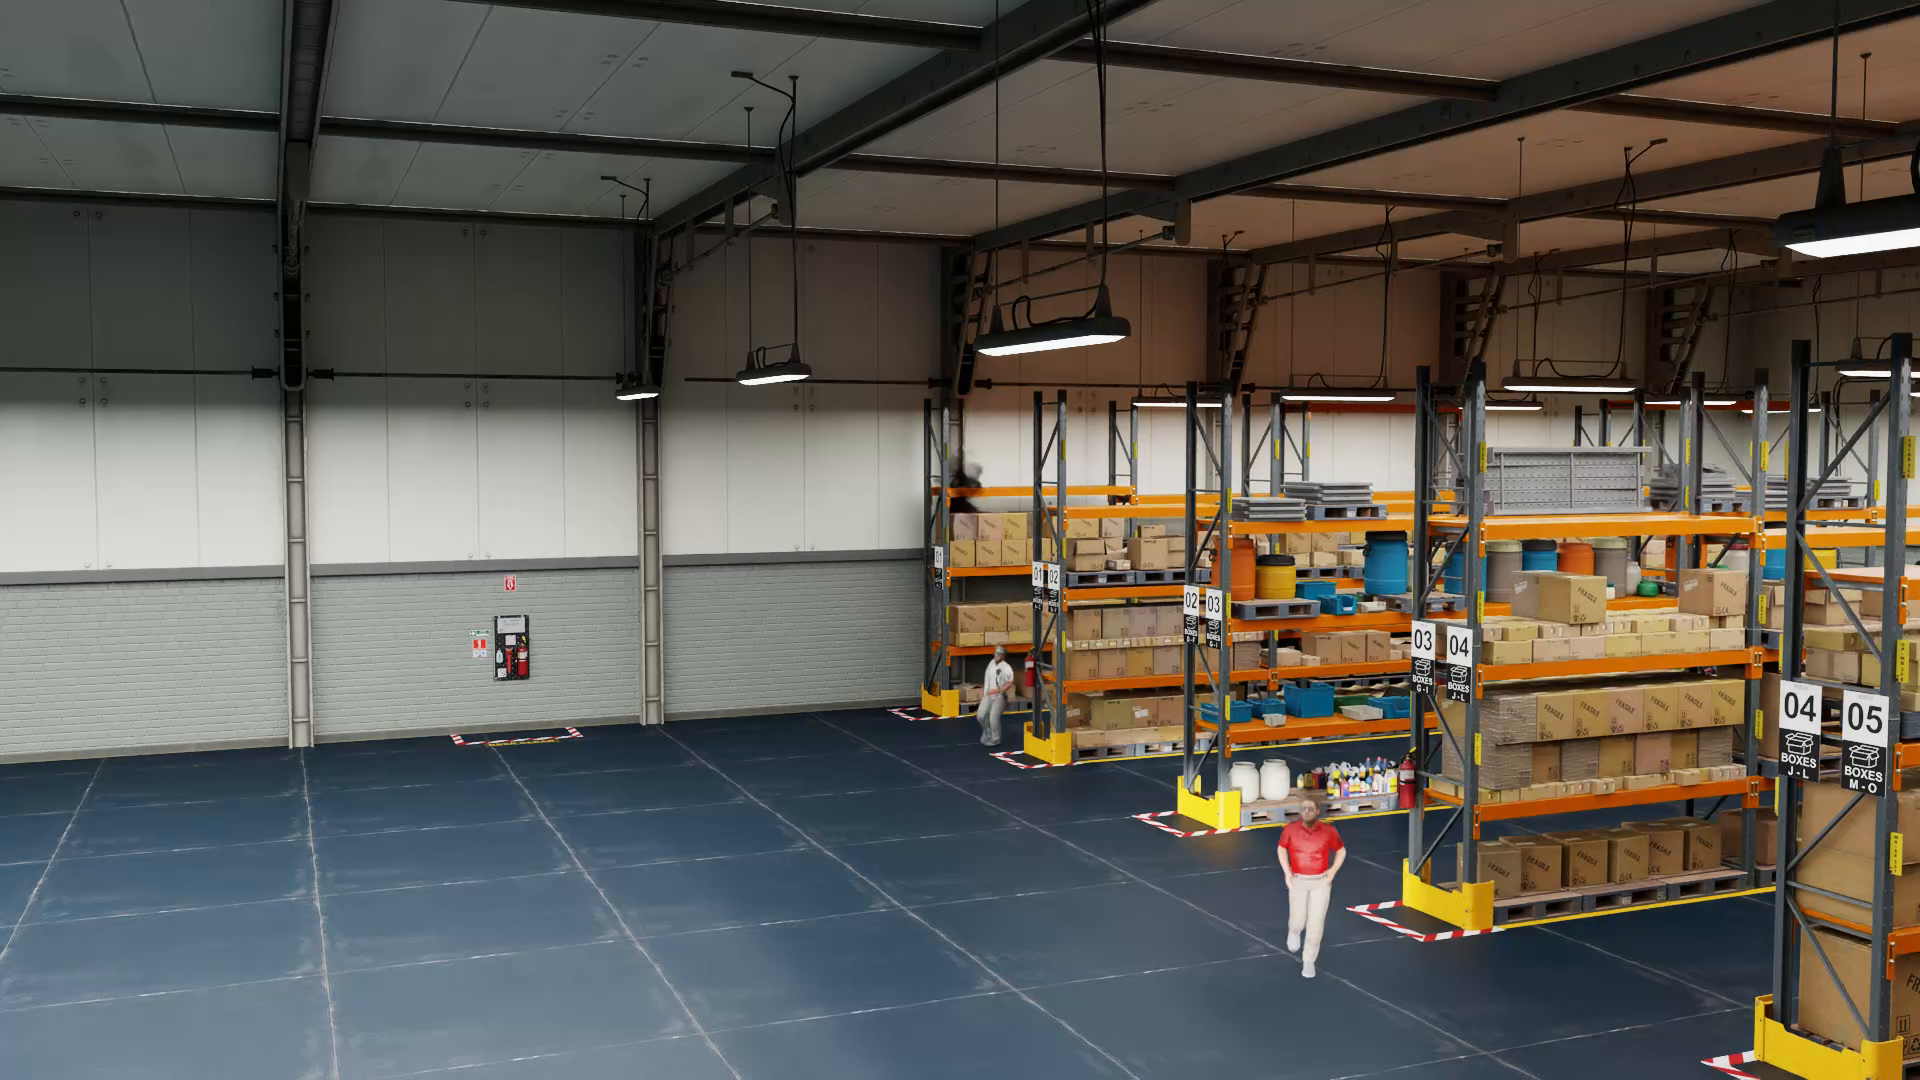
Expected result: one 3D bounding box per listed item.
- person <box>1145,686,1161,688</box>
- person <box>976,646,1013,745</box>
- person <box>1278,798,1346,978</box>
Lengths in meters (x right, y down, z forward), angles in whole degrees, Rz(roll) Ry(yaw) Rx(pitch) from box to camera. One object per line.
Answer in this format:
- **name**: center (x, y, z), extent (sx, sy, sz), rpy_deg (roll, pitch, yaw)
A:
- **person**: center (3.443, 2.564, 30.007), extent (0.528, 1.653, 0.589), rpy_deg (-2, 4, -24)
- **person**: center (0.578, 2.642, 28.160), extent (0.708, 1.731, 0.579), rpy_deg (3, 4, 39)
- **person**: center (3.451, 3.368, 16.331), extent (0.661, 1.708, 0.662), rpy_deg (1, 3, 15)
